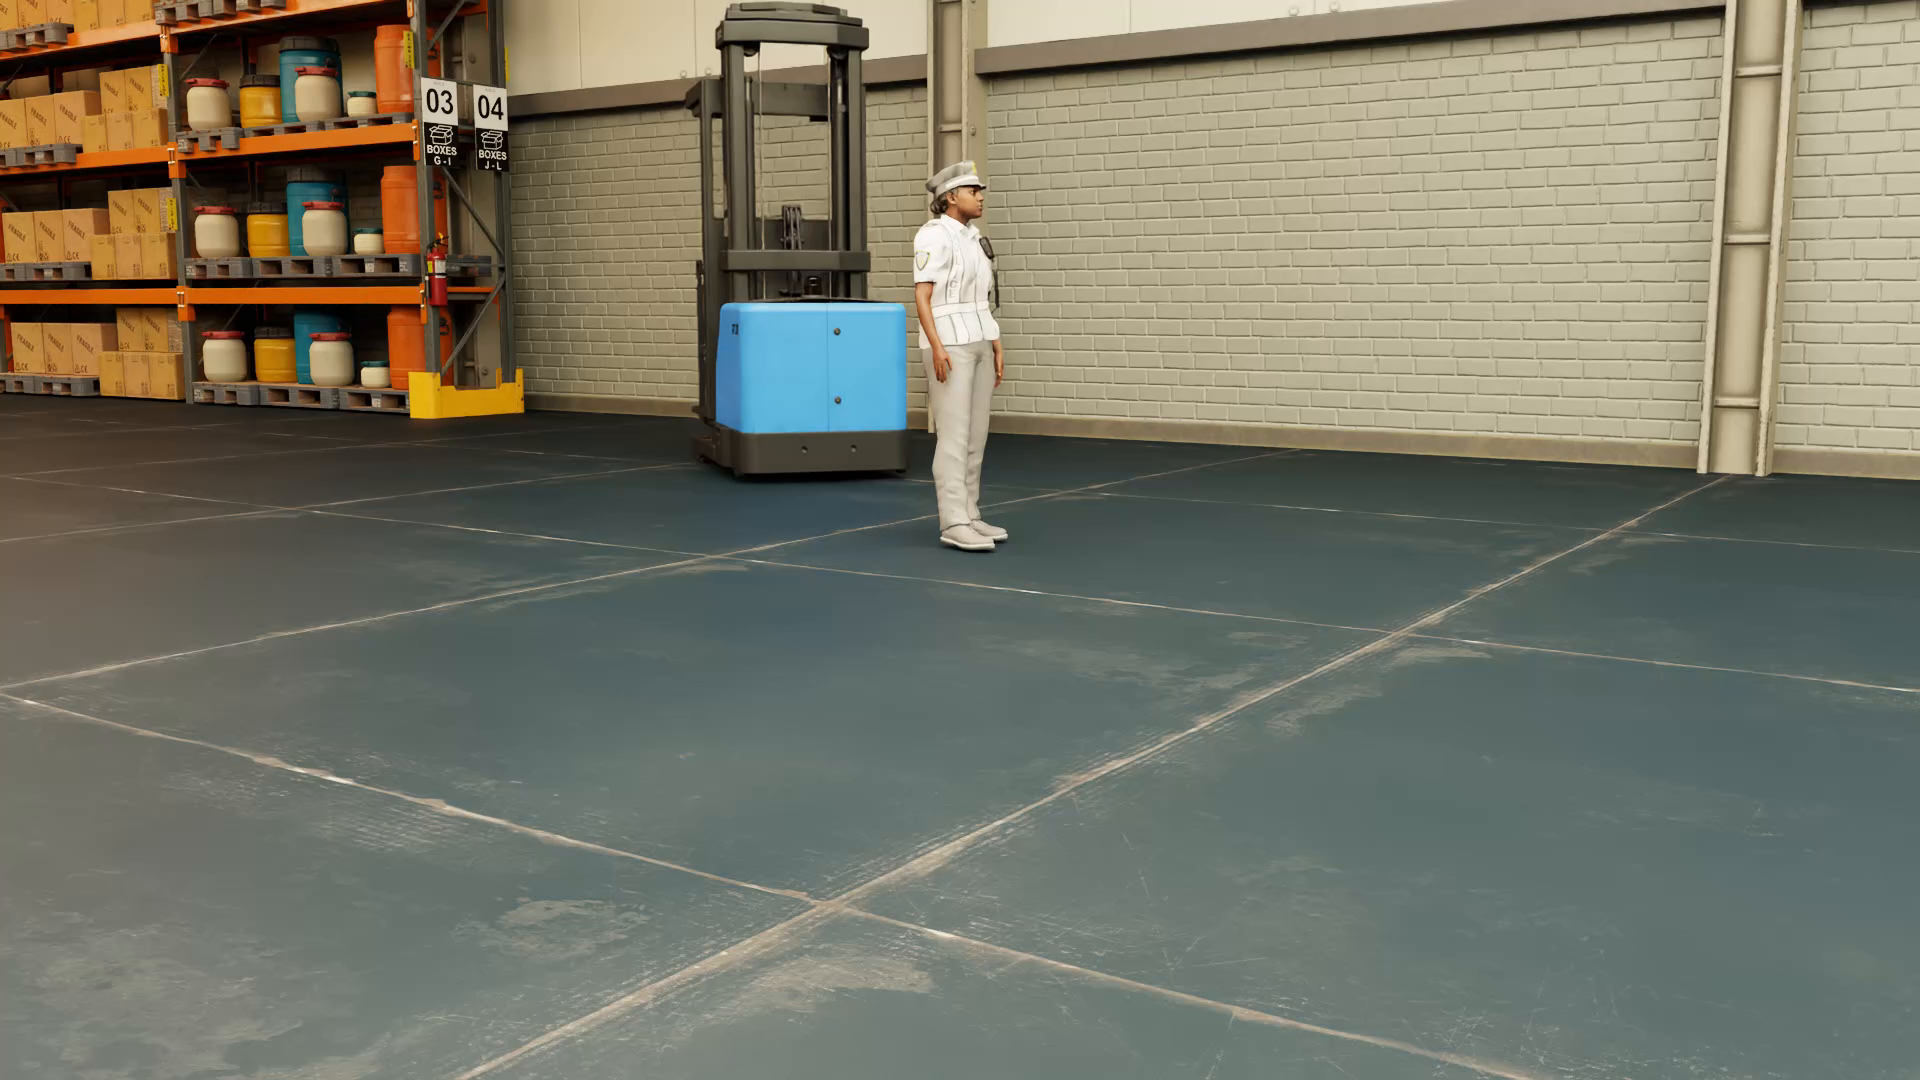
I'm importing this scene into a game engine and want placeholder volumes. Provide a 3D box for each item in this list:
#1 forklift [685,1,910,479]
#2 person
[{"bbox_3d":[-1.226,-1.993,11.211,1.130,2.935,3.031,-2,8,-17],"label":"forklift"},{"bbox_3d":[0.051,-0.838,7.425,0.528,1.695,0.569,5,10,34],"label":"person"}]
